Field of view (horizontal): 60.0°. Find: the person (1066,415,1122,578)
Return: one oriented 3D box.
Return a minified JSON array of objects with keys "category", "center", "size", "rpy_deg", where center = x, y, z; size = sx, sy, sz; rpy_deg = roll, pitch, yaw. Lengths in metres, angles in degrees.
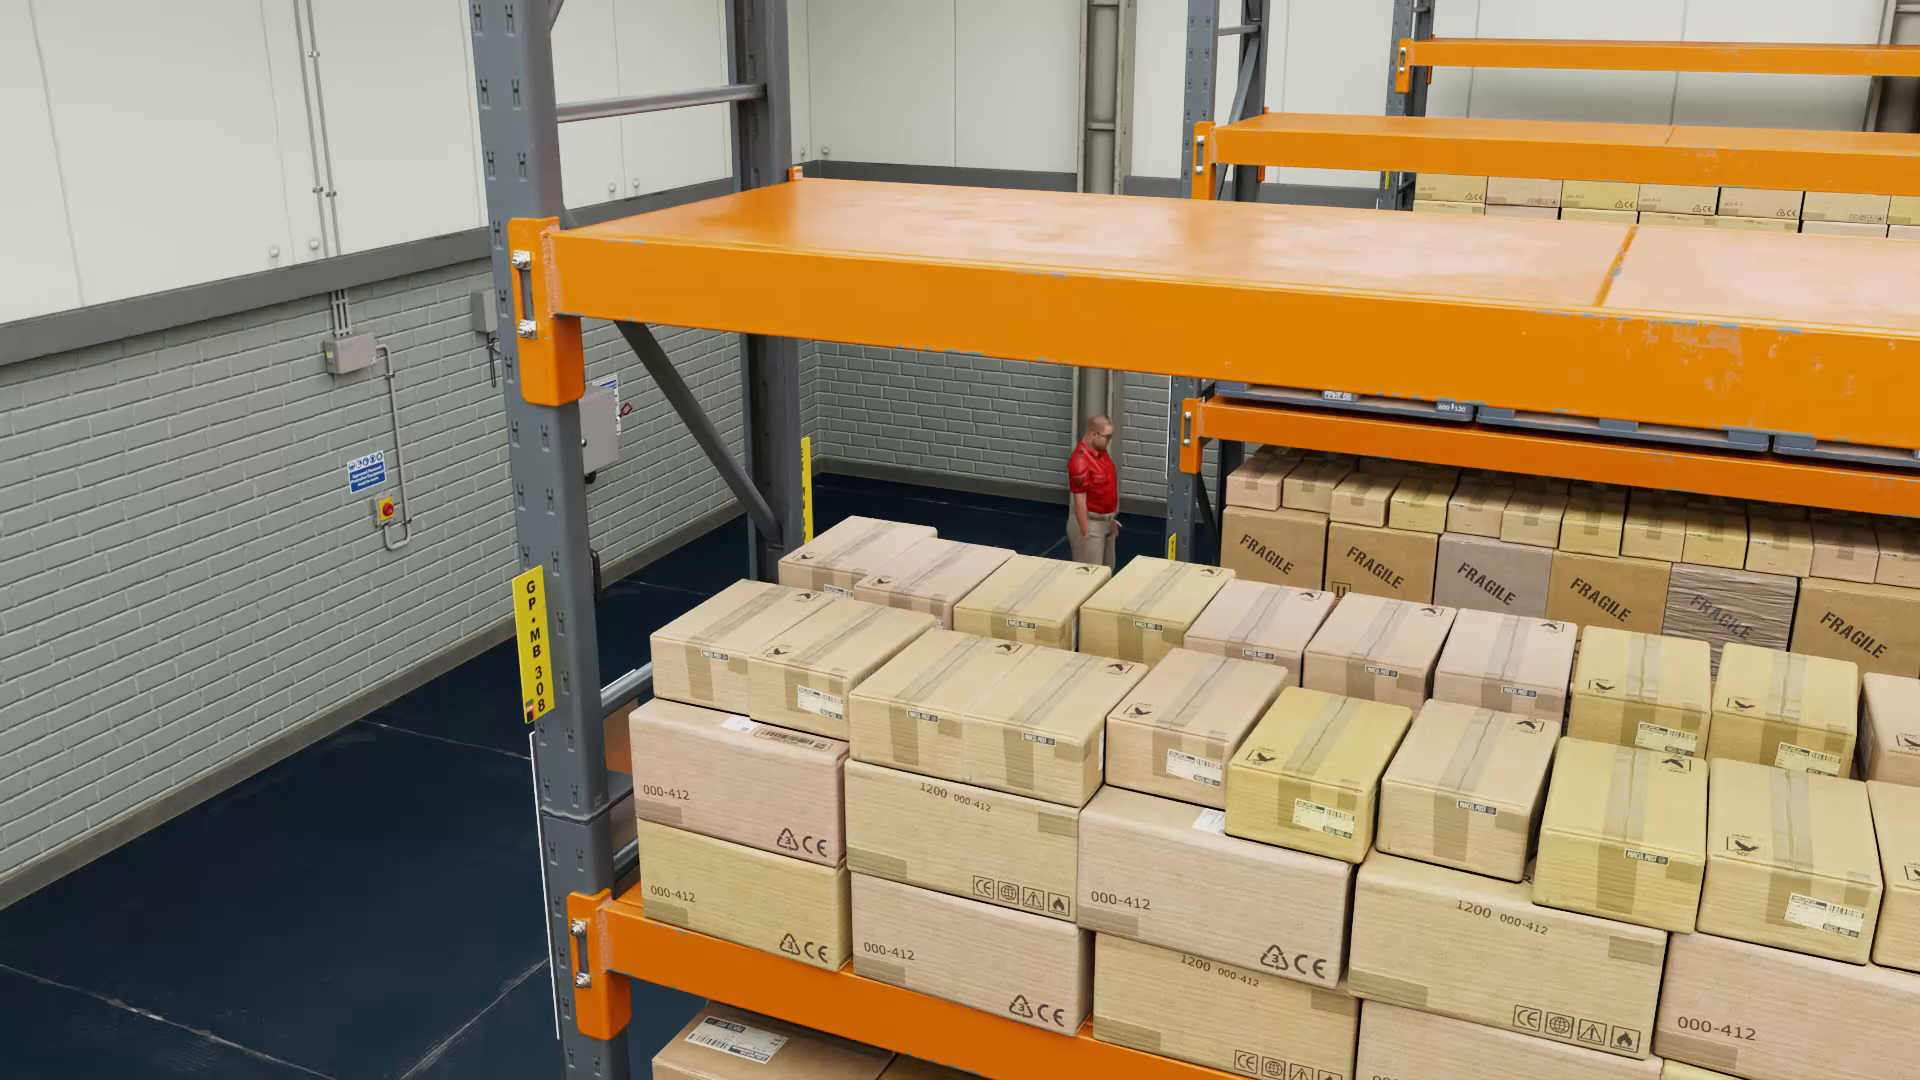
[{"category":"person","center":[1.003,-0.093,12.396],"size":[0.356,1.724,0.532],"rpy_deg":[9,21,24]}]
